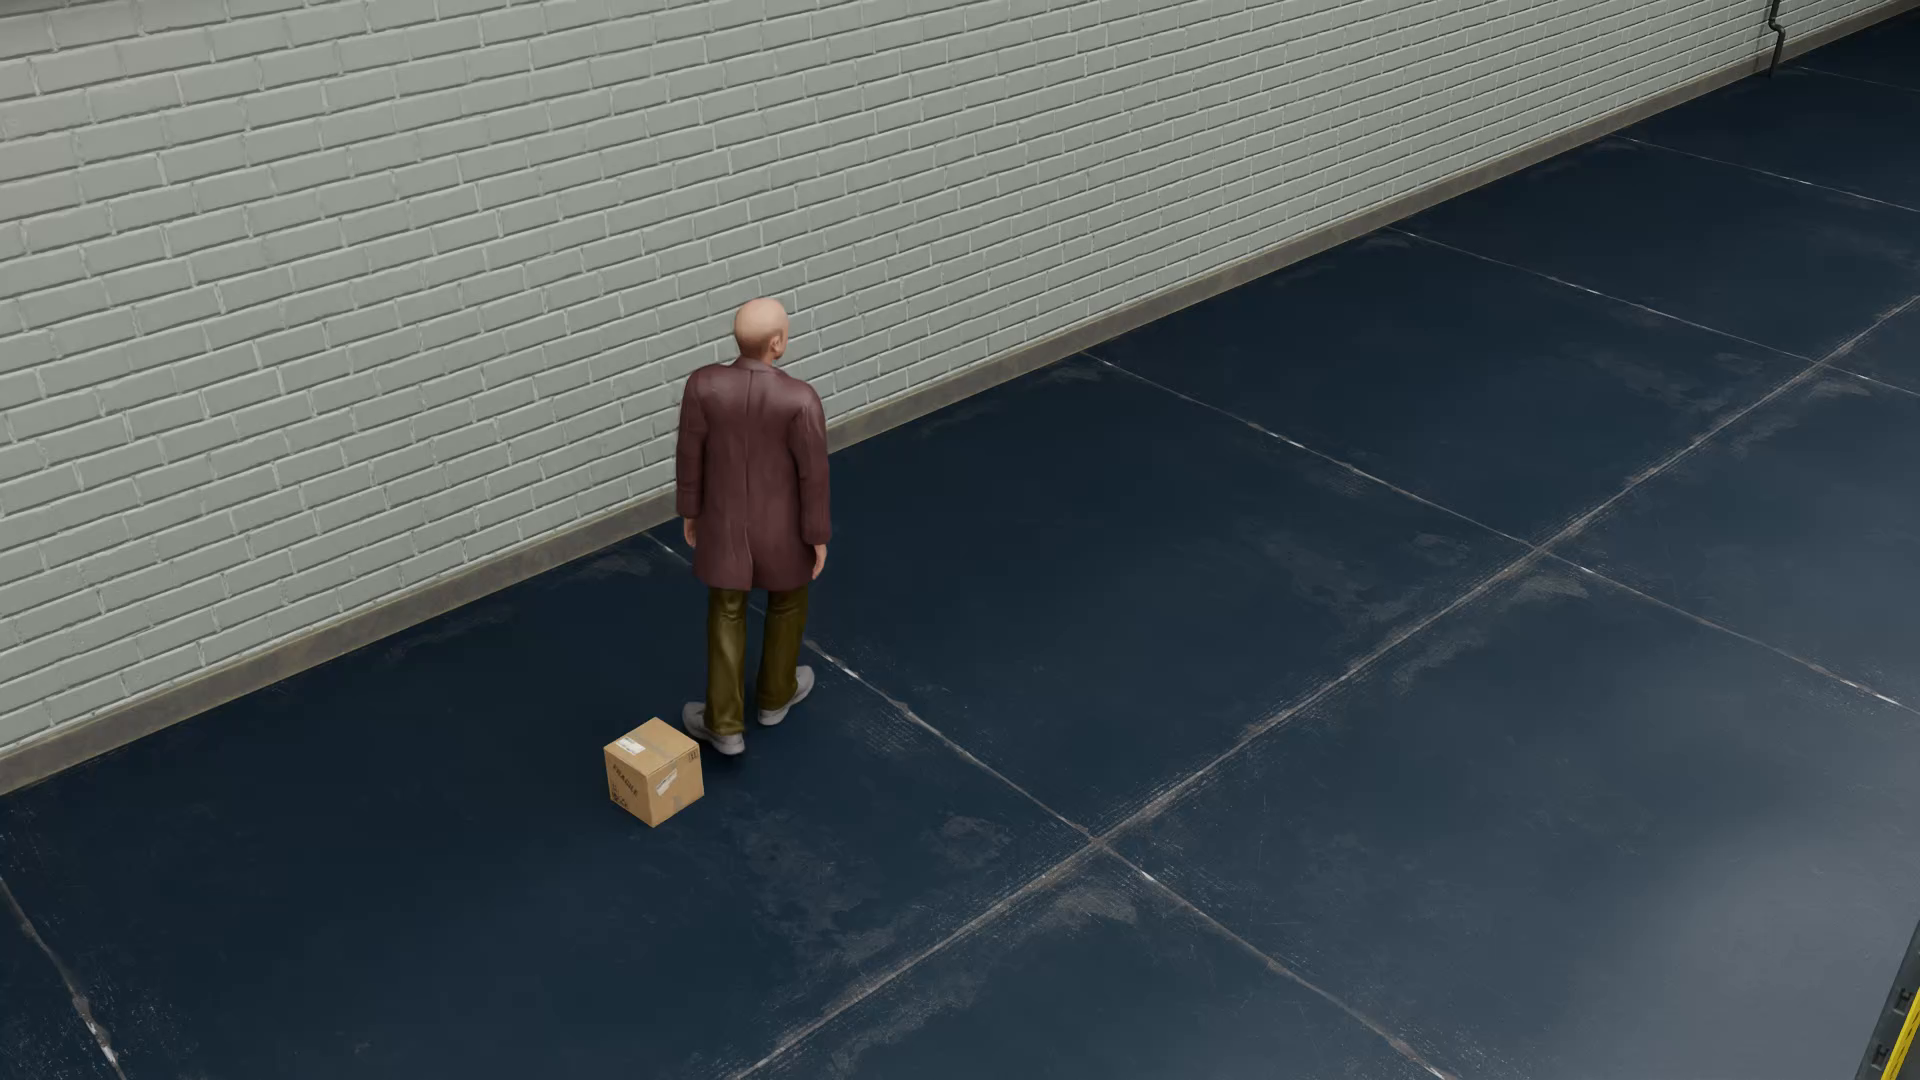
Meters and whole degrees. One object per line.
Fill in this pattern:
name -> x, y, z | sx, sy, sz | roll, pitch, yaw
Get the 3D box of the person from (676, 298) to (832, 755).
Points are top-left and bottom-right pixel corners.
person -> -0.780, -0.031, 6.199 | 0.619, 1.766, 0.641 | 5, 32, 8
